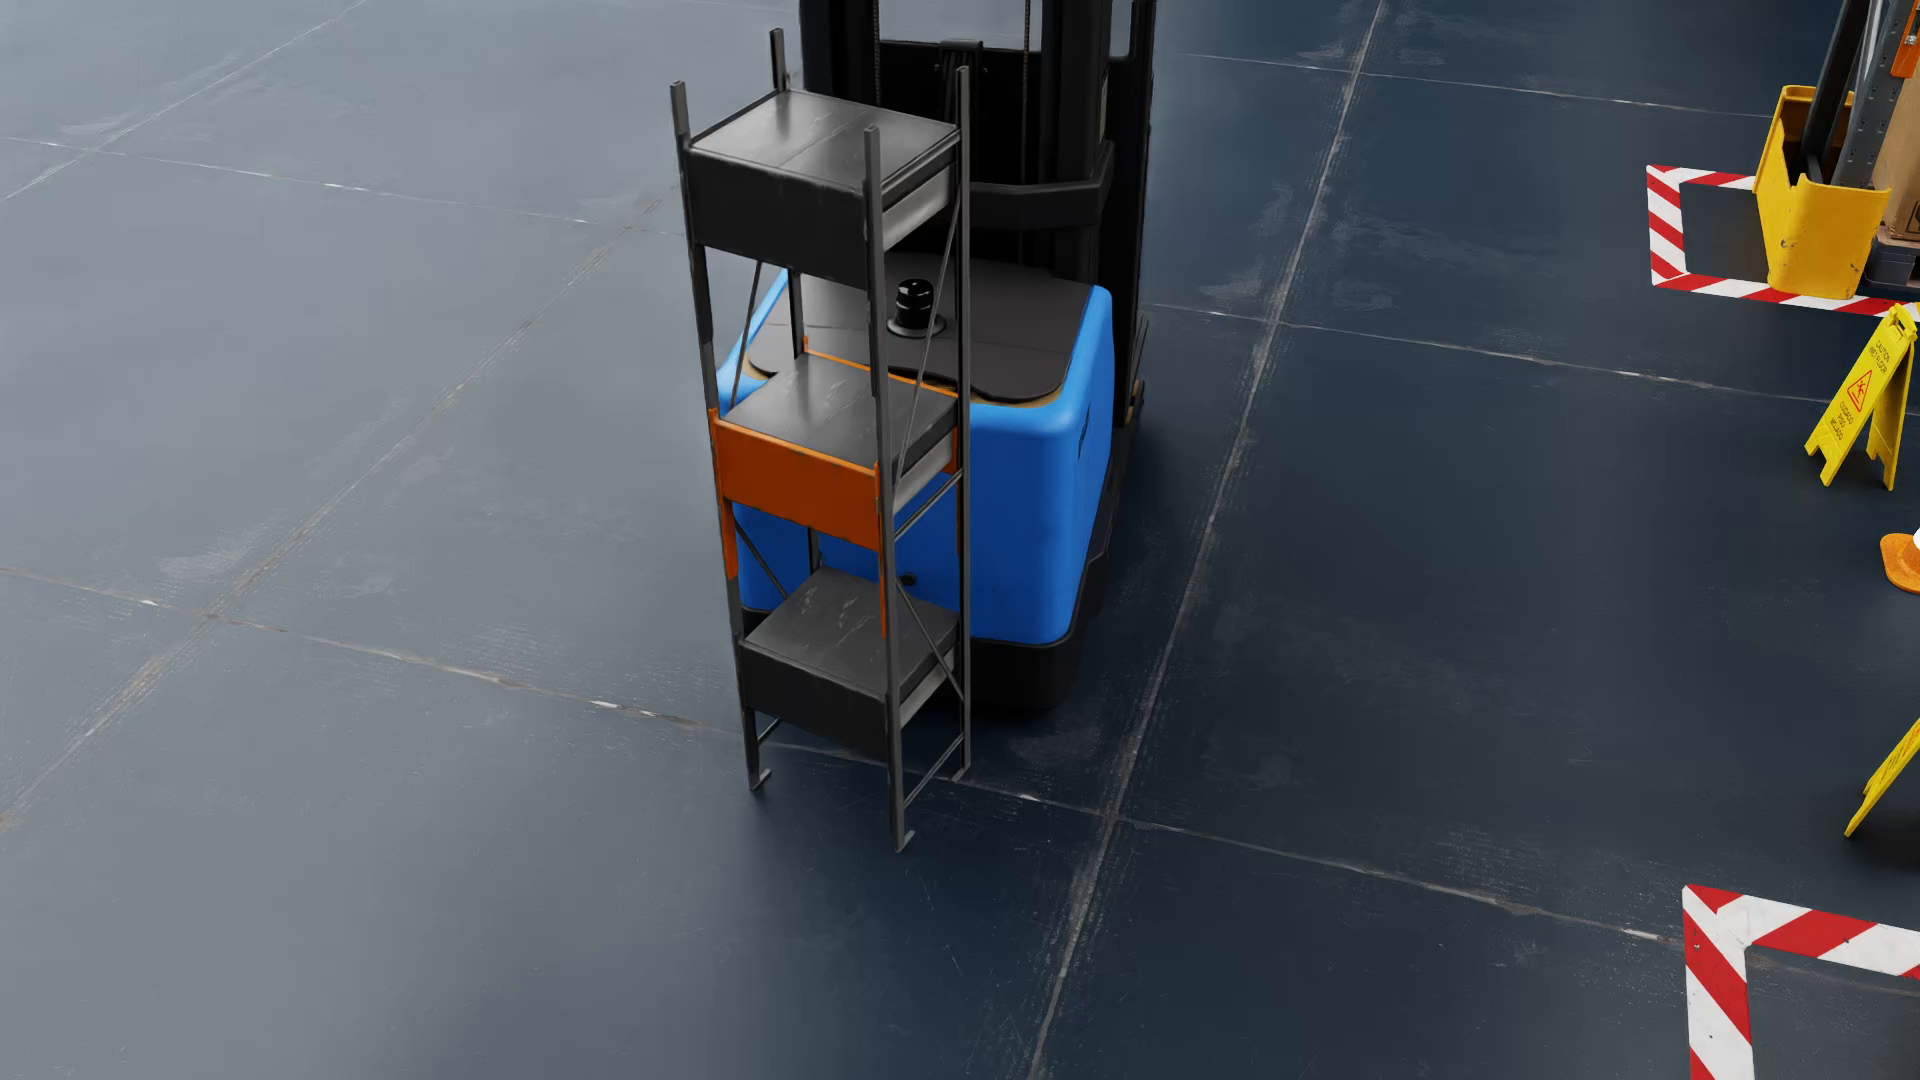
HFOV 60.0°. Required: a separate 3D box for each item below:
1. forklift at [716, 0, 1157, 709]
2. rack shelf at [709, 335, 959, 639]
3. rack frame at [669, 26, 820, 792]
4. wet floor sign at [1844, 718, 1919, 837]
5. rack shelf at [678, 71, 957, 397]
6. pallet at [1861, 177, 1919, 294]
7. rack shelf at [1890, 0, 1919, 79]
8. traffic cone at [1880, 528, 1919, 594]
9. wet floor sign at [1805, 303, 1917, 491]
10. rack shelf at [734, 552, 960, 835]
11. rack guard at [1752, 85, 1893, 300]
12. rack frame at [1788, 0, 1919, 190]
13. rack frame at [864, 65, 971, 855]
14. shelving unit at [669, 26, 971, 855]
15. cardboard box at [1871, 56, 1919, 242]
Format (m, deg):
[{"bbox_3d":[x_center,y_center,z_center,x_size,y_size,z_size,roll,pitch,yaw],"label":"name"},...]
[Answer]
[{"bbox_3d":[0.096,-1.548,5.381,1.130,2.935,3.031,7,37,9],"label":"forklift"},{"bbox_3d":[-0.292,-0.141,4.190,0.480,0.518,0.431,19,41,24],"label":"rack shelf"},{"bbox_3d":[-0.503,-0.225,4.280,0.015,2.100,0.400,19,41,24],"label":"rack frame"},{"bbox_3d":[2.635,0.542,4.469,0.232,0.644,0.267,24,43,29],"label":"wet floor sign"},{"bbox_3d":[-0.296,-0.702,3.770,0.480,0.518,0.431,19,41,24],"label":"rack shelf"},{"bbox_3d":[4.663,-1.365,7.427,1.213,0.211,1.003,10,38,14],"label":"pallet"},{"bbox_3d":[5.786,-1.942,6.465,4.000,0.370,1.077,10,38,14],"label":"rack shelf"},{"bbox_3d":[3.299,-0.087,5.478,0.334,0.463,0.336,10,38,14],"label":"traffic cone"},{"bbox_3d":[3.259,-0.522,5.915,0.232,0.644,0.267,4,37,6],"label":"wet floor sign"},{"bbox_3d":[-0.288,0.419,4.610,0.480,0.518,0.431,19,41,24],"label":"rack shelf"},{"bbox_3d":[3.854,-1.583,7.479,0.348,0.500,1.175,10,38,14],"label":"rack guard"},{"bbox_3d":[3.877,-2.585,6.732,0.127,3.000,1.000,10,38,14],"label":"rack frame"},{"bbox_3d":[-0.081,-0.080,4.084,0.015,2.100,0.400,19,41,24],"label":"rack frame"},{"bbox_3d":[-0.292,-0.152,4.182,0.503,2.100,0.431,19,41,24],"label":"shelving unit"},{"bbox_3d":[4.544,-1.816,7.125,0.875,0.875,0.875,11,38,14],"label":"cardboard box"}]
